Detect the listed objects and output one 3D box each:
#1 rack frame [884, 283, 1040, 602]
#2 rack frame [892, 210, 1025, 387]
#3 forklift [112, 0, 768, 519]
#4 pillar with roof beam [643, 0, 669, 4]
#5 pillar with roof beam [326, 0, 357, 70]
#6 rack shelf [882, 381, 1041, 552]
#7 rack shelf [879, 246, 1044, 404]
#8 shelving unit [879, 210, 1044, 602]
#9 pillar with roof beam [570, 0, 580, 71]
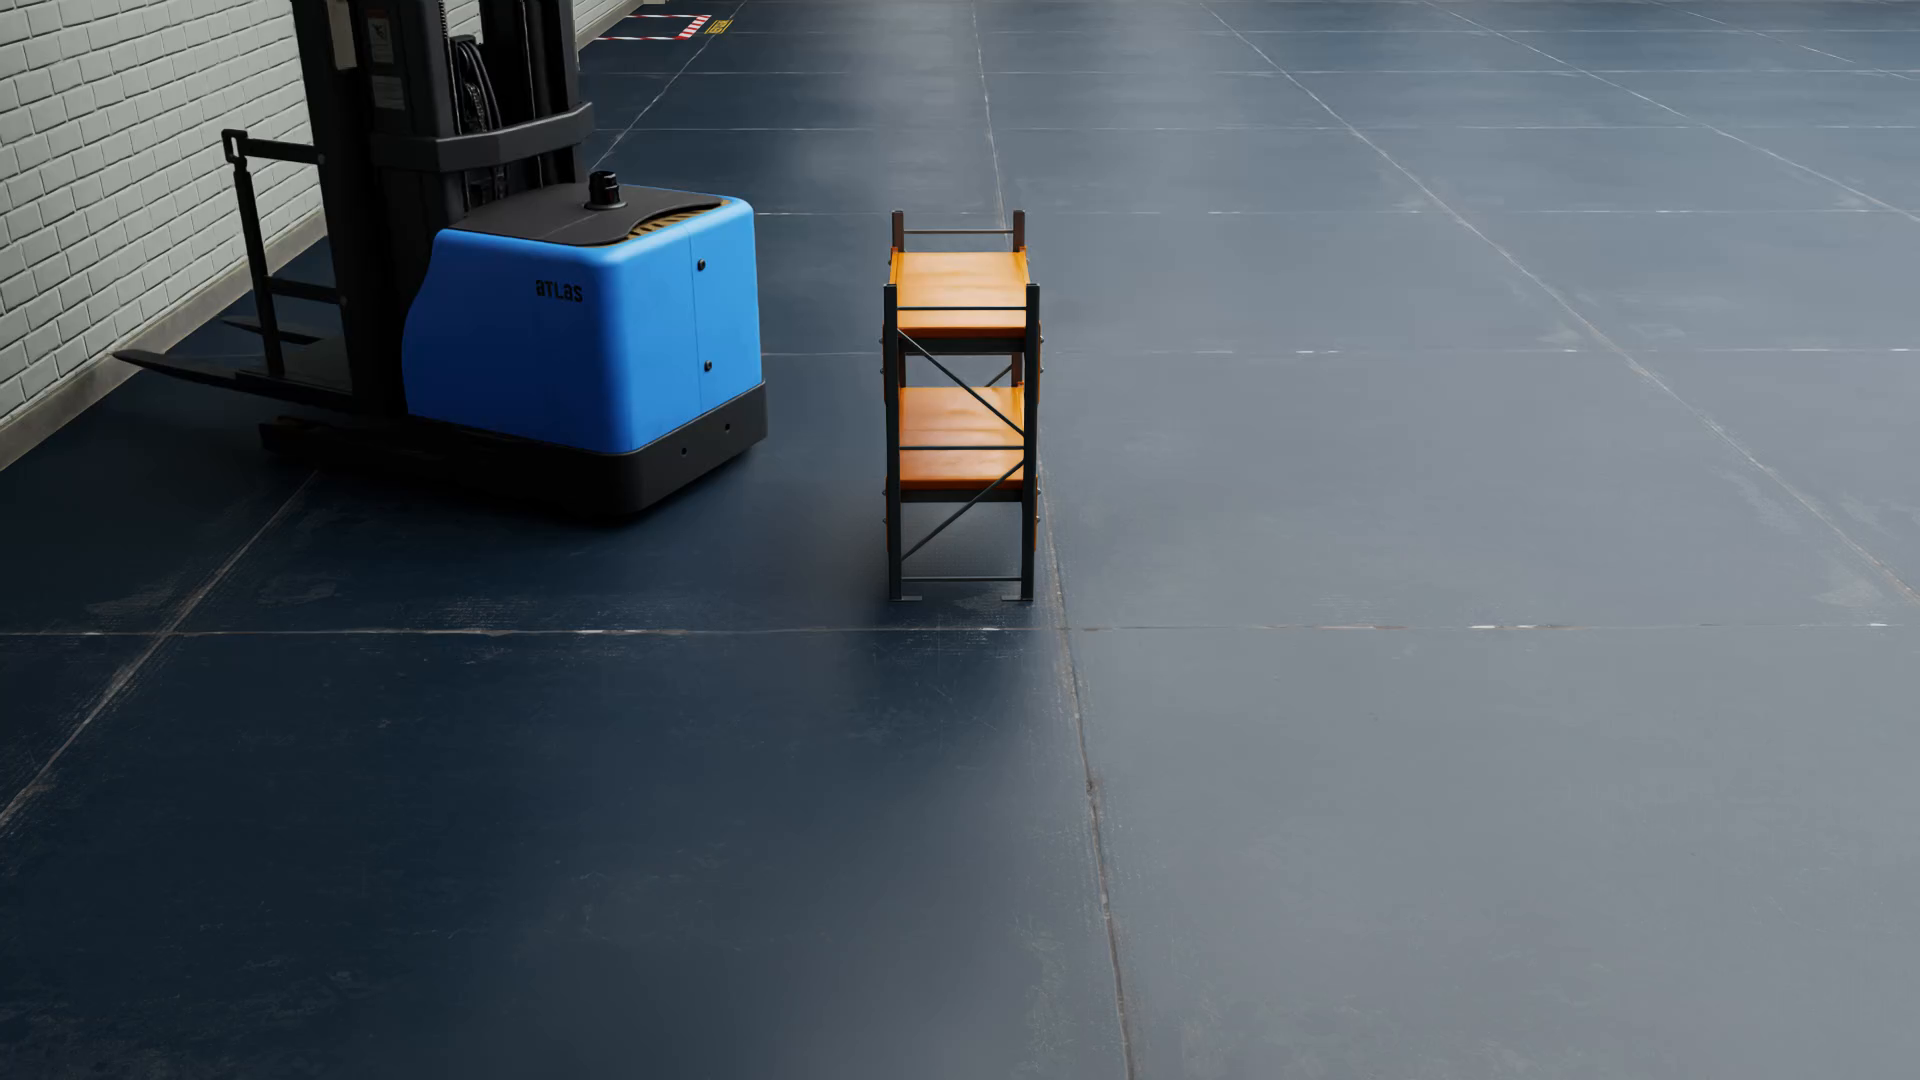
[{"bbox_3d":[0.005,-0.306,5.561,0.500,1.125,0.032,0,24,-1],"label":"rack frame"},{"bbox_3d":[-0.006,-0.725,6.488,0.500,1.125,0.032,0,24,-1],"label":"rack frame"},{"bbox_3d":[-2.368,-1.823,6.725,3.031,2.935,1.130,12,27,24],"label":"forklift"},{"bbox_3d":[0.276,-11.219,20.137,9.100,9.000,0.400,0,24,-1],"label":"pillar with roof beam"},{"bbox_3d":[0.407,-6.275,9.204,9.100,9.000,0.400,0,24,-1],"label":"pillar with roof beam"},{"bbox_3d":[0.000,-0.293,6.125,0.538,0.278,1.000,0,24,-1],"label":"rack shelf"},{"bbox_3d":[0.000,-0.782,5.904,0.538,0.278,1.000,0,24,-1],"label":"rack shelf"},{"bbox_3d":[0.000,-0.515,6.024,0.538,1.125,1.048,0,24,-1],"label":"shelving unit"},{"bbox_3d":[0.341,-8.747,14.670,9.100,9.000,0.400,0,24,-1],"label":"pillar with roof beam"}]
